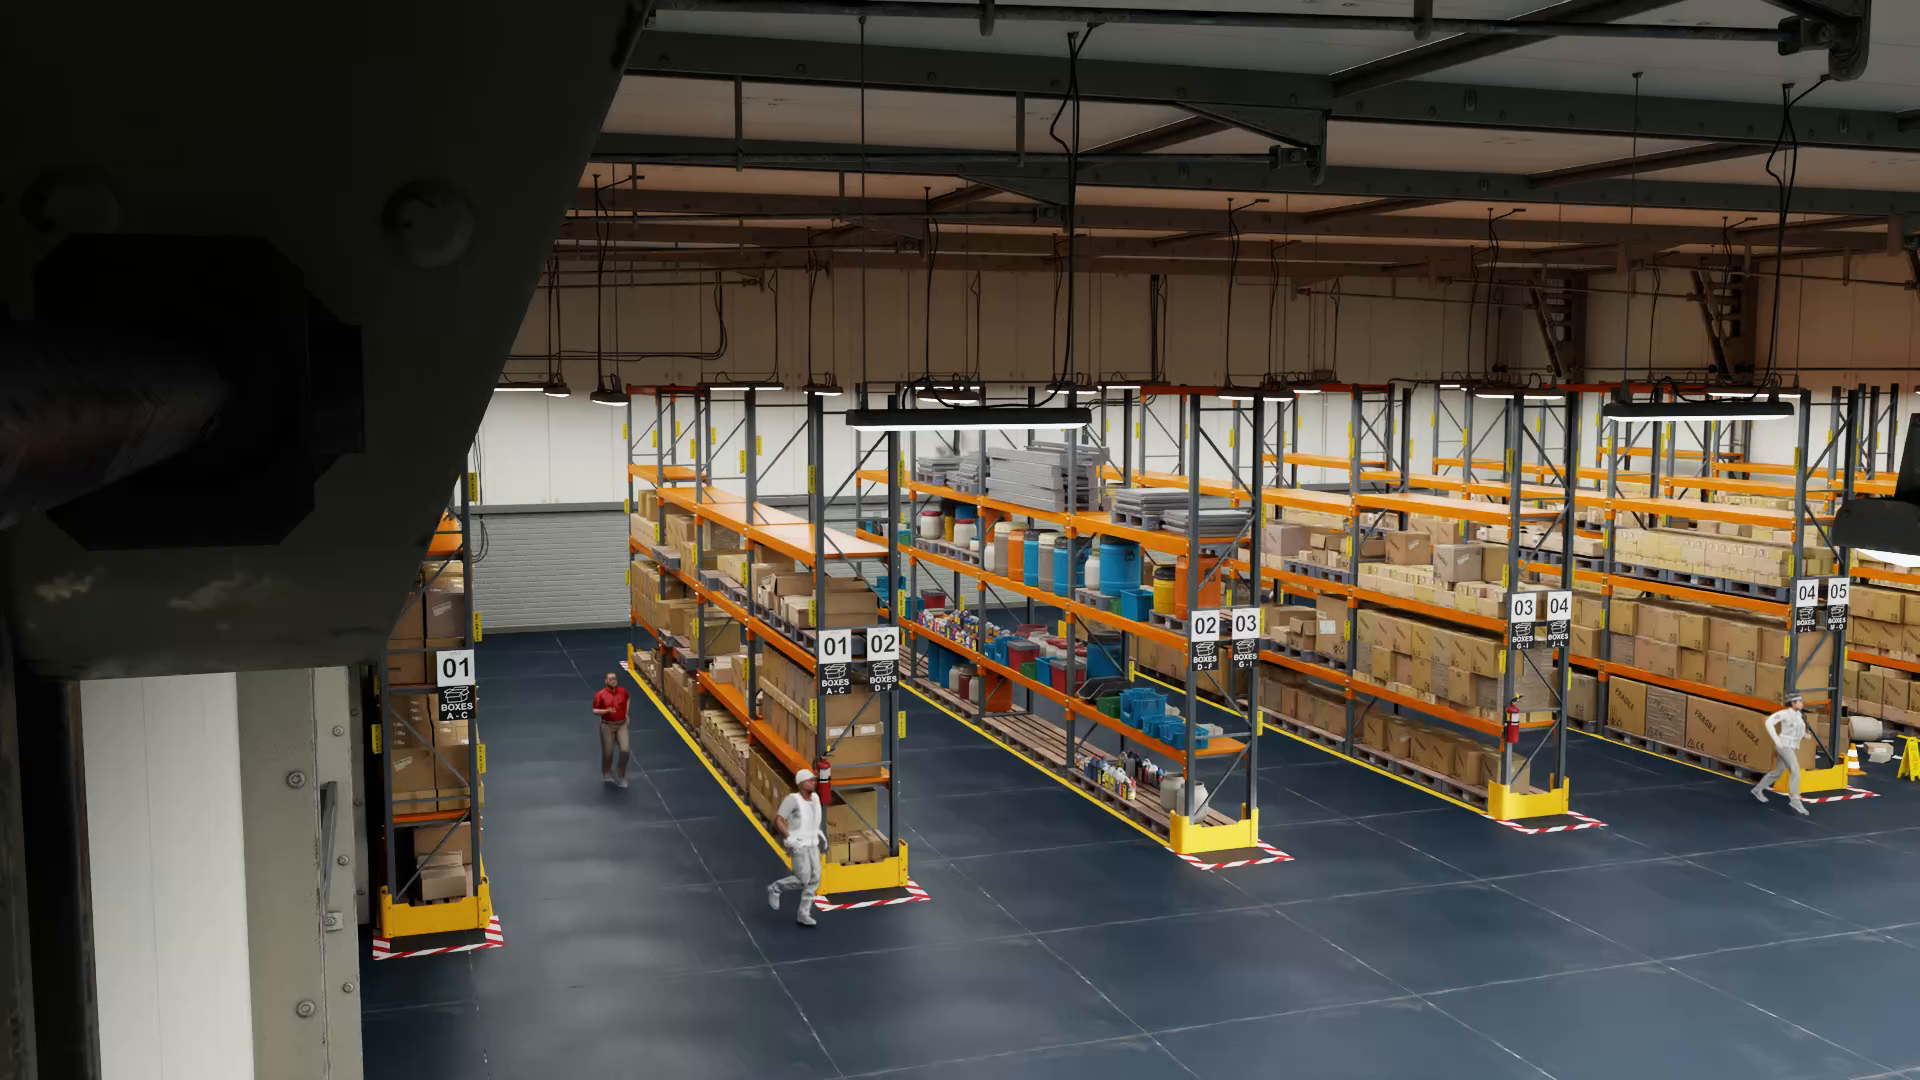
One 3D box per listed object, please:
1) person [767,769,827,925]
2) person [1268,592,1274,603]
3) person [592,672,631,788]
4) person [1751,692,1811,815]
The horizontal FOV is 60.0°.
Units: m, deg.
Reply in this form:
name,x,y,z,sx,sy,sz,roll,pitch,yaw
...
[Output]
name,x,y,z,sx,sy,sz,roll,pitch,yaw
person,-1.802,3.502,19.170,0.710,1.714,0.732,4,7,34
person,6.390,1.932,34.318,0.643,1.741,0.706,-3,7,-28
person,-5.239,2.889,25.188,0.640,1.781,0.727,-3,7,-27
person,11.948,3.023,24.019,0.617,1.687,0.871,-5,8,-42
